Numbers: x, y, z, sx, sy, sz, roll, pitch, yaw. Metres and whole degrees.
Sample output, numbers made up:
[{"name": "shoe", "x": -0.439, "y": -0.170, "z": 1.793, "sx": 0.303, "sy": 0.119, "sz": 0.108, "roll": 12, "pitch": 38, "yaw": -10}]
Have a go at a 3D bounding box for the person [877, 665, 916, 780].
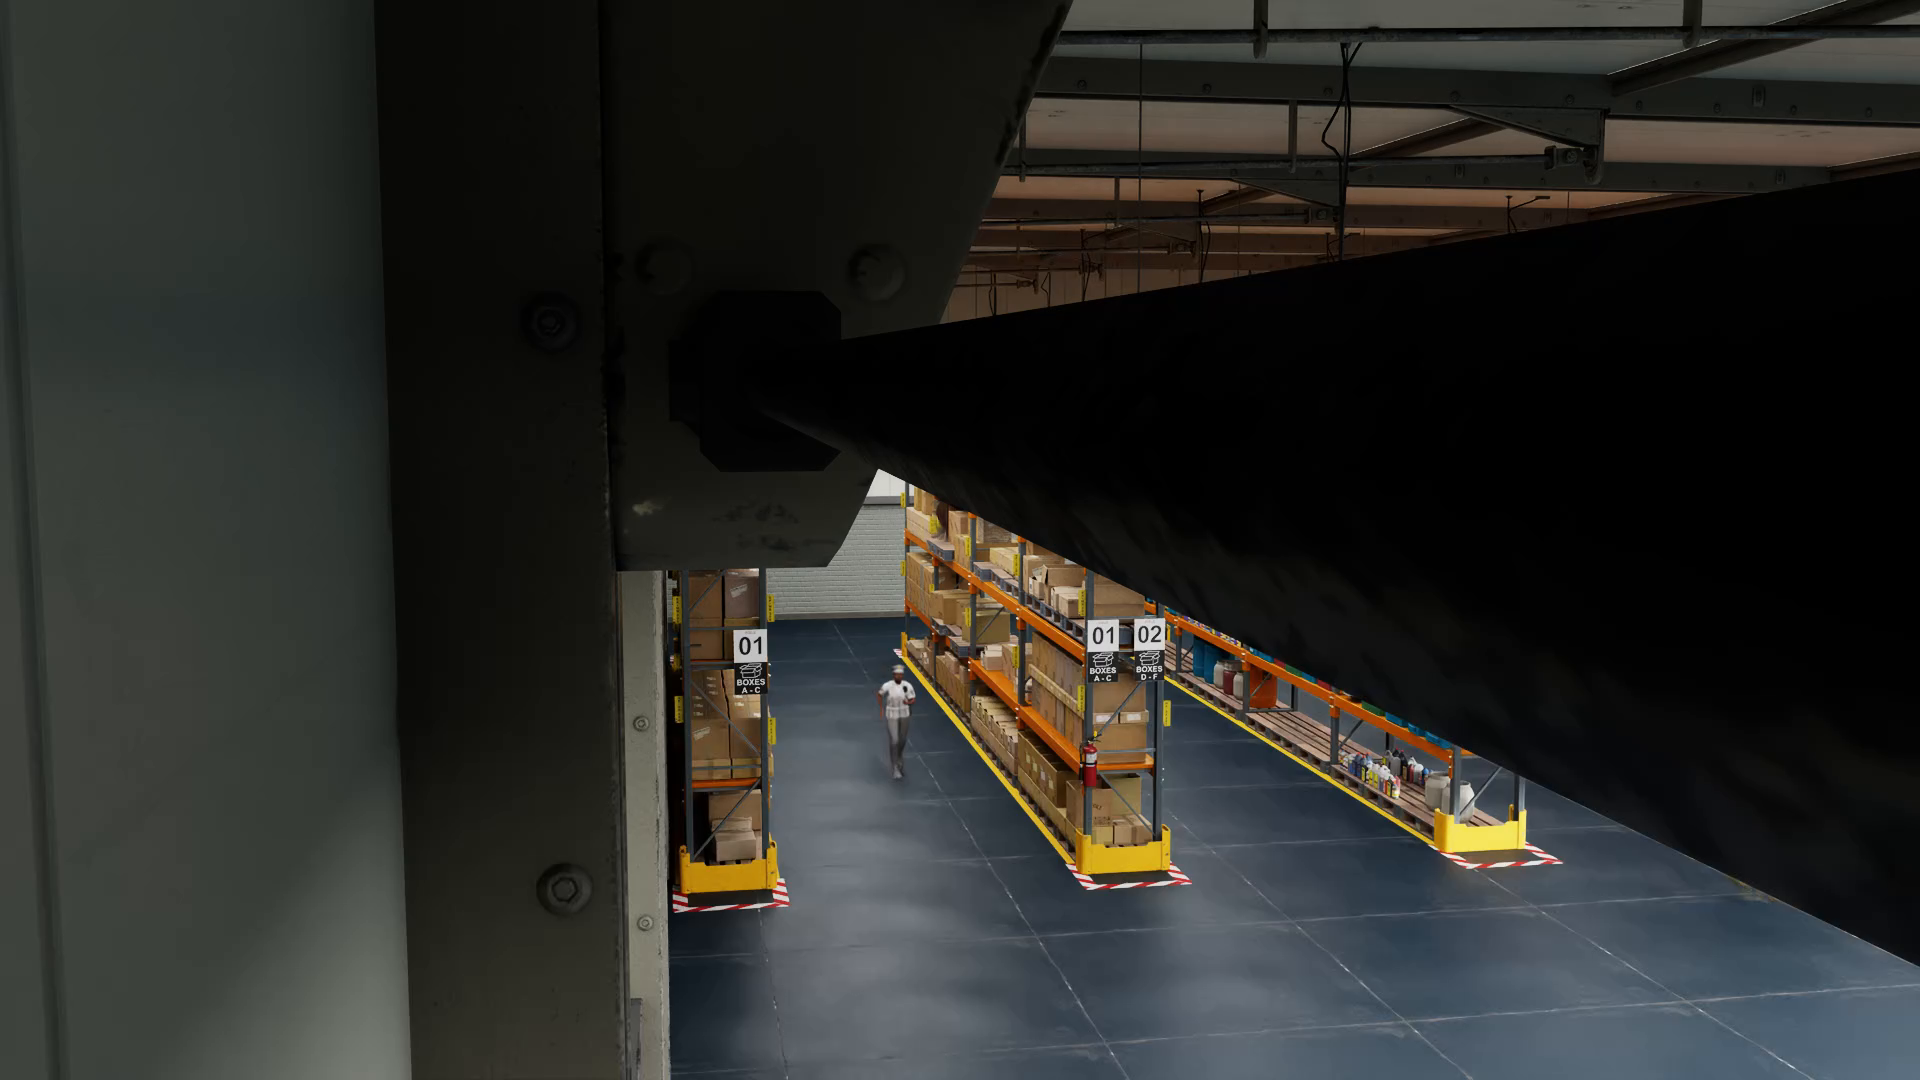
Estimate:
[{"name": "person", "x": -0.973, "y": 2.792, "z": 25.931, "sx": 0.557, "sy": 1.738, "sz": 0.818, "roll": -2, "pitch": 6, "yaw": -16}]
